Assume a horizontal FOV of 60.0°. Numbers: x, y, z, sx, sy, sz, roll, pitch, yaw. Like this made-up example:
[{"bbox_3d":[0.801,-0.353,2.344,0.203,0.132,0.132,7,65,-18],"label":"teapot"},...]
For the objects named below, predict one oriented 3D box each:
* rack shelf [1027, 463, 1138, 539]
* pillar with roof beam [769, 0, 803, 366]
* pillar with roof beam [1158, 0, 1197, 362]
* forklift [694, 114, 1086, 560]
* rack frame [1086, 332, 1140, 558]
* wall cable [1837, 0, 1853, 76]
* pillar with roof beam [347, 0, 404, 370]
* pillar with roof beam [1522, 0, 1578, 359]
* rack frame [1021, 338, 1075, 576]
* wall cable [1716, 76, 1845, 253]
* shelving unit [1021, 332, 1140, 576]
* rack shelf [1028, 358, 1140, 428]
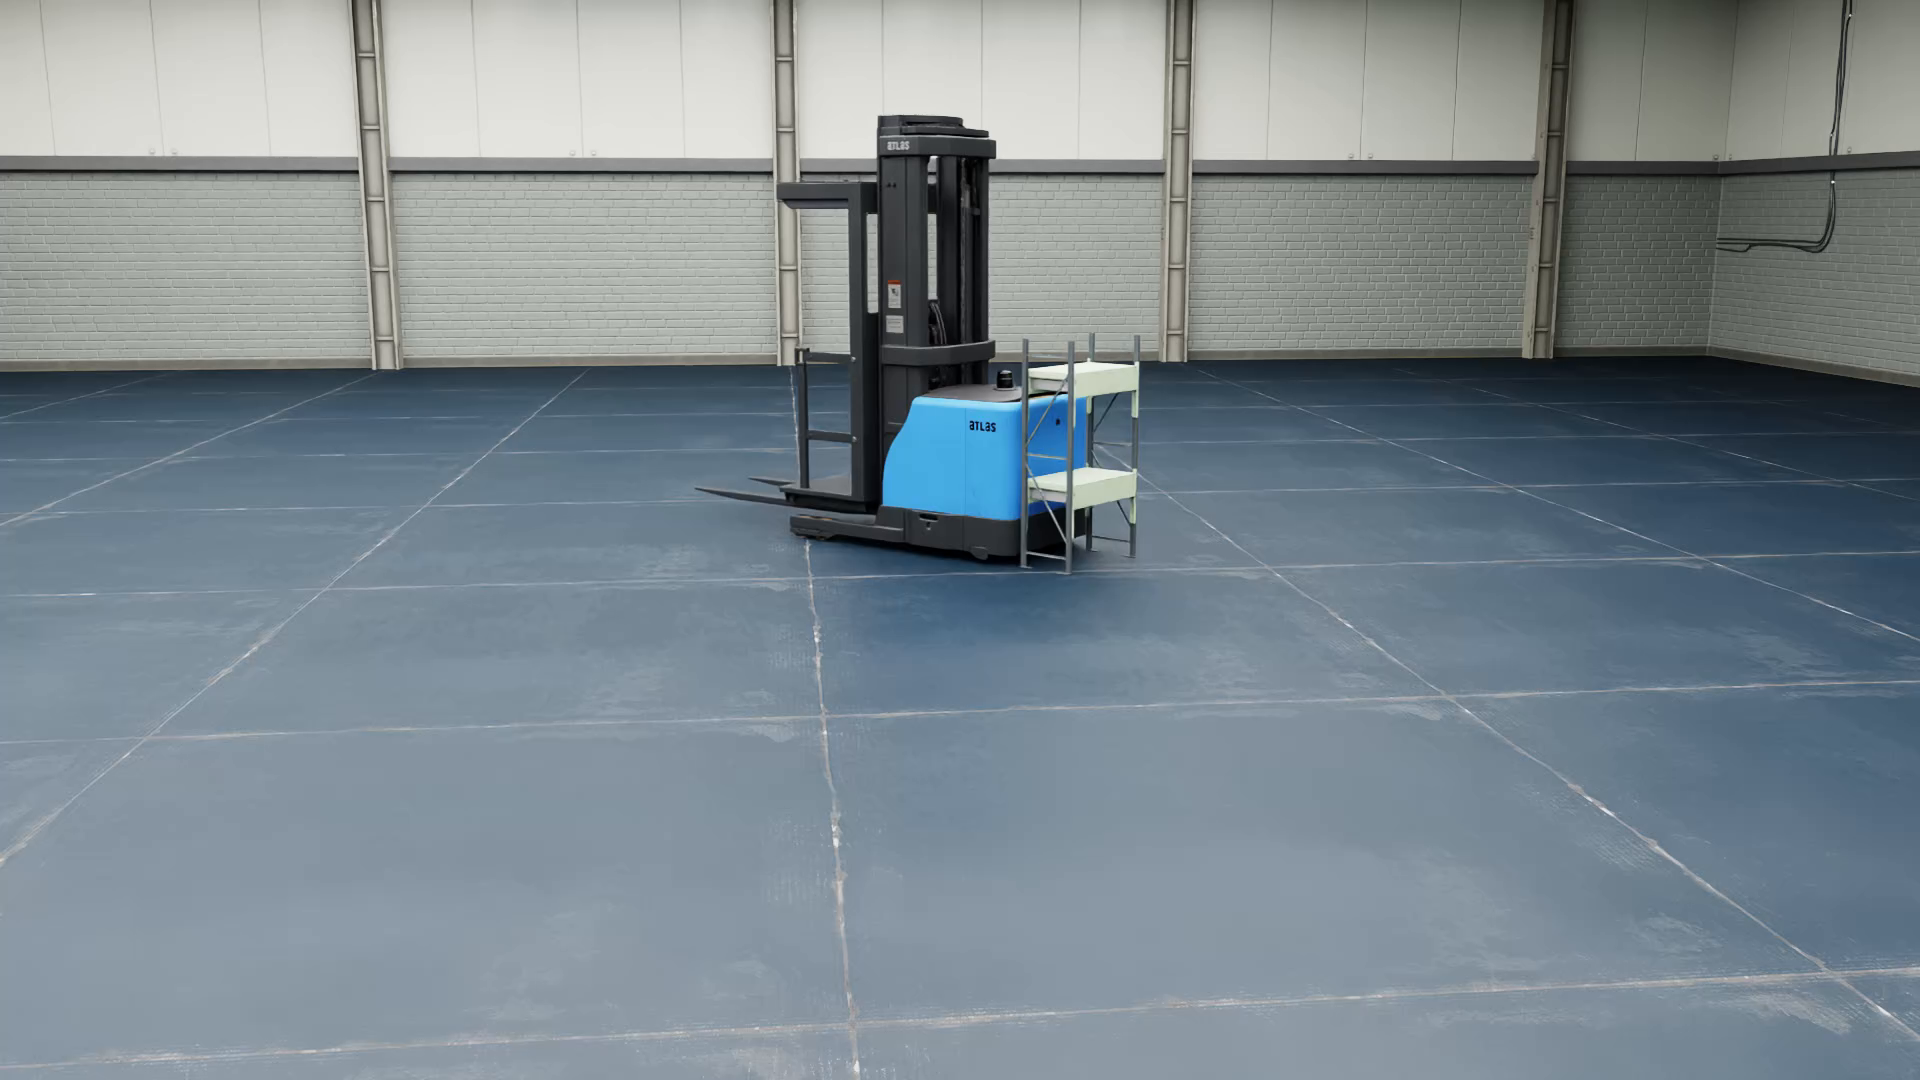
[{"bbox_3d":[0.795,-0.266,11.024,0.431,0.370,0.720,9,14,39],"label":"rack shelf"},{"bbox_3d":[-2.147,-6.286,20.513,0.400,9.000,9.100,-1,11,-6],"label":"pillar with roof beam"},{"bbox_3d":[3.818,-6.411,21.149,0.400,9.000,9.100,-1,11,-6],"label":"pillar with roof beam"},{"bbox_3d":[-0.610,-1.504,11.920,3.031,2.935,1.130,8,13,34],"label":"forklift"},{"bbox_3d":[1.031,-0.640,11.237,0.400,1.500,0.023,9,14,39],"label":"rack frame"},{"bbox_3d":[12.682,-7.605,22.180,0.112,2.526,3.097,-1,11,-6],"label":"wall cable"},{"bbox_3d":[-8.112,-6.161,19.878,0.400,9.000,9.100,-1,11,-6],"label":"pillar with roof beam"},{"bbox_3d":[9.783,-6.536,21.785,0.400,9.000,9.100,-1,11,-6],"label":"pillar with roof beam"},{"bbox_3d":[0.560,-0.532,10.686,0.400,1.500,0.023,9,14,39],"label":"rack frame"},{"bbox_3d":[12.390,-5.645,25.306,0.112,2.526,3.097,-1,11,-6],"label":"wall cable"},{"bbox_3d":[0.795,-0.586,10.961,0.431,1.500,0.755,9,14,39],"label":"shelving unit"},{"bbox_3d":[0.795,-0.969,10.886,0.431,0.370,0.720,9,14,39],"label":"rack shelf"}]
